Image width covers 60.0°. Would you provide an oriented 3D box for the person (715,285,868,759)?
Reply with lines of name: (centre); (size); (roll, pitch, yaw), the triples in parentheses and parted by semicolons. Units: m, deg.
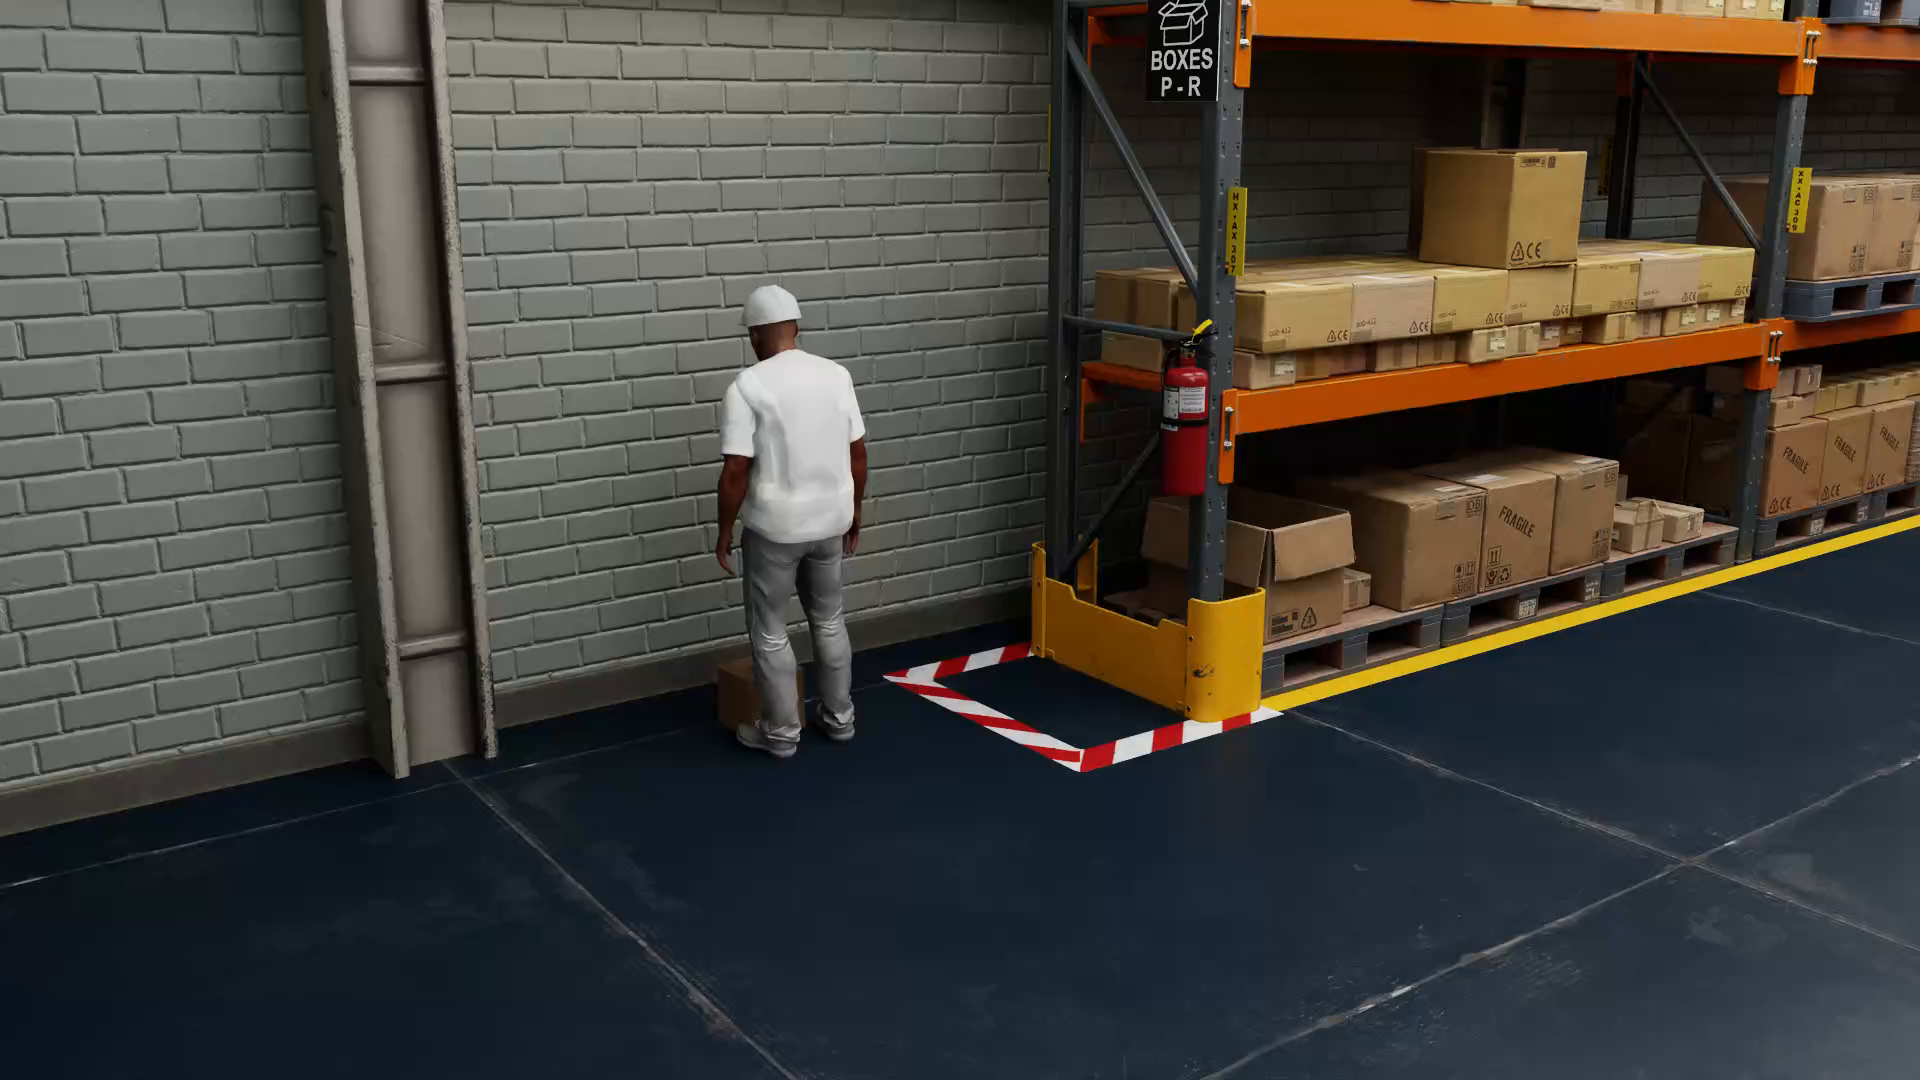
person: (-0.636, -0.069, 6.240); (0.627, 1.760, 0.460); (-10, 18, -34)
